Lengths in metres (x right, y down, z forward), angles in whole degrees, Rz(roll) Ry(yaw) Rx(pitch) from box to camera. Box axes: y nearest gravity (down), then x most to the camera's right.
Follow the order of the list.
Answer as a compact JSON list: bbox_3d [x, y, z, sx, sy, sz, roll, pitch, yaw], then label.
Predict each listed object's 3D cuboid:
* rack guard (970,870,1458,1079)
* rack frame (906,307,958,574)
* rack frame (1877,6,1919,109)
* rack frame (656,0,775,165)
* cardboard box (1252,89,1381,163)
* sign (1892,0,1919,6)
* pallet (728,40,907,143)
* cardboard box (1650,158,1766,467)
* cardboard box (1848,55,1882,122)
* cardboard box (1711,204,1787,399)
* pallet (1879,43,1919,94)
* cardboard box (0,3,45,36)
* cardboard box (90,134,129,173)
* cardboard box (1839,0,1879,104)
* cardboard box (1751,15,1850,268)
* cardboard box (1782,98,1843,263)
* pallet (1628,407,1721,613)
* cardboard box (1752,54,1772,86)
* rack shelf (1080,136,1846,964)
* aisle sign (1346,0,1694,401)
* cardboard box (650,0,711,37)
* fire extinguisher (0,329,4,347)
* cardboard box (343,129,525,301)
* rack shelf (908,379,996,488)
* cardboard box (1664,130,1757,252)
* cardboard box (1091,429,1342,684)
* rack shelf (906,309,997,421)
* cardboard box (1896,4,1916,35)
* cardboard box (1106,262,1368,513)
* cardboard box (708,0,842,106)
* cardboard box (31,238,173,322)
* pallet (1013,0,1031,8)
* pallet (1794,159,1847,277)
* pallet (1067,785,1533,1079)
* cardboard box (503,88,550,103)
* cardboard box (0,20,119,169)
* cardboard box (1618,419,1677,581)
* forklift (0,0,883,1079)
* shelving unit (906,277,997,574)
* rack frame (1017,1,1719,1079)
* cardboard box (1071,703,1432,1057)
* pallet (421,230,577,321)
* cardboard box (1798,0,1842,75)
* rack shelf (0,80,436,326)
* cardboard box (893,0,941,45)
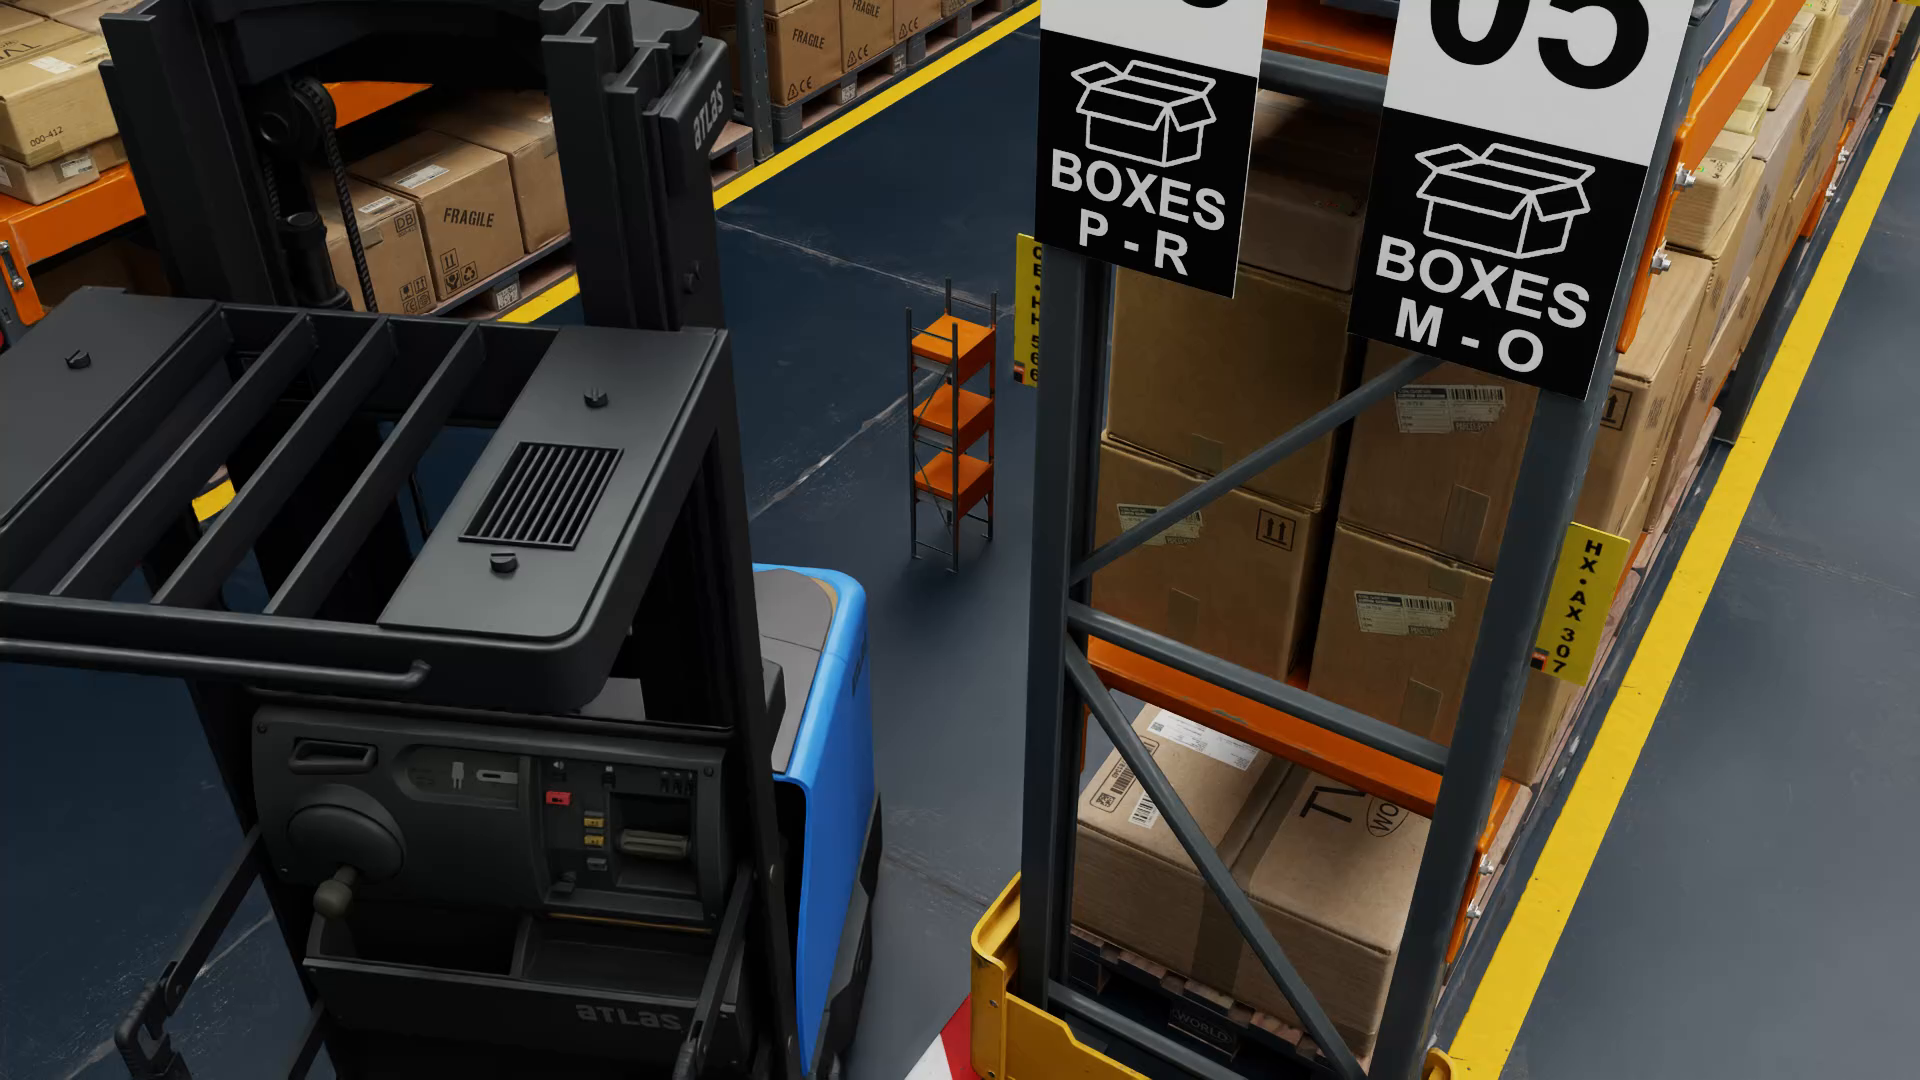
[{"bbox_3d":[0.588,1.307,4.146,1.175,0.500,0.348,21,42,25],"label":"rack guard"},{"bbox_3d":[-0.094,-0.325,5.812,0.200,1.050,0.008,21,42,25],"label":"rack frame"},{"bbox_3d":[4.887,-3.820,8.748,1.000,3.000,0.127,21,42,25],"label":"rack frame"},{"bbox_3d":[-1.449,-3.380,8.177,1.000,3.000,0.127,21,42,25],"label":"rack frame"},{"bbox_3d":[0.740,-0.777,3.370,0.380,0.149,0.250,22,43,26],"label":"cardboard box"},{"bbox_3d":[3.214,-1.951,5.550,0.100,0.325,0.005,21,42,25],"label":"sign"},{"bbox_3d":[-1.045,-2.707,9.588,1.003,0.211,1.213,21,42,25],"label":"pallet"},{"bbox_3d":[1.370,-0.554,3.611,0.500,0.500,0.500,20,42,24],"label":"cardboard box"},{"bbox_3d":[3.203,-1.839,6.301,0.500,0.250,0.500,20,42,24],"label":"cardboard box"},{"bbox_3d":[1.890,-0.679,4.592,0.500,0.500,0.500,23,43,27],"label":"cardboard box"},{"bbox_3d":[5.307,-3.118,10.122,1.003,0.211,1.213,21,42,25],"label":"pallet"},{"bbox_3d":[-3.570,-1.700,5.877,0.500,0.250,0.500,22,43,26],"label":"cardboard box"},{"bbox_3d":[-3.087,-1.444,5.872,0.380,0.149,0.250,22,43,26],"label":"cardboard box"},{"bbox_3d":[2.446,-1.601,4.969,0.500,0.500,0.500,21,42,24],"label":"cardboard box"},{"bbox_3d":[1.906,-1.080,4.293,0.500,0.500,0.500,21,42,25],"label":"cardboard box"},{"bbox_3d":[2.441,-1.208,5.278,0.500,0.500,0.500,20,42,24],"label":"cardboard box"},{"bbox_3d":[2.271,-0.287,6.449,1.003,0.211,1.213,21,42,25],"label":"pallet"},{"bbox_3d":[1.564,-1.030,3.697,0.380,0.149,0.250,22,43,26],"label":"cardboard box"},{"bbox_3d":[1.673,-0.442,4.956,1.077,0.370,4.000,21,42,25],"label":"rack shelf"},{"bbox_3d":[0.808,-0.593,2.434,0.394,0.787,0.004,21,42,25],"label":"aisle sign"},{"bbox_3d":[-1.436,-2.906,9.266,0.500,0.500,0.500,21,42,25],"label":"cardboard box"},{"bbox_3d":[-3.280,-0.912,5.345,0.296,0.674,0.183,21,42,25],"label":"fire extinguisher"},{"bbox_3d":[-2.326,-1.446,7.372,0.500,0.500,0.500,22,43,26],"label":"cardboard box"},{"bbox_3d":[-0.029,-0.380,5.900,0.215,0.259,0.240,21,42,25],"label":"rack shelf"},{"bbox_3d":[1.342,-0.736,3.315,0.380,0.149,0.250,23,43,26],"label":"cardboard box"},{"bbox_3d":[0.636,-0.071,3.803,0.500,0.500,0.500,21,42,25],"label":"cardboard box"},{"bbox_3d":[-0.029,-0.605,5.727,0.215,0.259,0.240,21,42,25],"label":"rack shelf"},{"bbox_3d":[3.767,-2.365,6.984,0.500,0.250,0.500,21,42,25],"label":"cardboard box"},{"bbox_3d":[0.659,-0.458,3.486,0.500,0.500,0.500,23,43,27],"label":"cardboard box"},{"bbox_3d":[-1.000,-2.732,9.040,0.500,0.500,0.500,23,43,27],"label":"cardboard box"},{"bbox_3d":[-3.184,-0.779,6.505,0.797,0.503,0.637,19,42,23],"label":"cardboard box"},{"bbox_3d":[0.262,-3.965,11.220,1.003,0.211,1.213,21,42,25],"label":"pallet"},{"bbox_3d":[3.747,-1.707,8.292,1.003,0.211,1.213,21,42,25],"label":"pallet"},{"bbox_3d":[0.964,0.971,4.818,1.003,0.211,1.213,21,42,25],"label":"pallet"},{"bbox_3d":[-2.002,-2.218,8.528,0.500,0.311,0.500,23,43,27],"label":"cardboard box"},{"bbox_3d":[-3.121,-1.522,5.646,0.500,0.250,0.500,21,42,25],"label":"cardboard box"},{"bbox_3d":[1.348,-0.159,3.917,0.500,0.500,0.500,21,42,25],"label":"cardboard box"},{"bbox_3d":[-0.936,0.625,3.039,1.130,2.935,3.031,5,38,6],"label":"forklift"},{"bbox_3d":[-0.029,-0.388,5.894,0.215,1.050,0.252,21,42,25],"label":"shelving unit"},{"bbox_3d":[0.601,0.304,3.398,1.000,3.000,0.127,21,42,25],"label":"rack frame"},{"bbox_3d":[0.870,0.780,4.536,0.875,0.438,0.875,20,42,24],"label":"cardboard box"},{"bbox_3d":[-2.470,-1.290,7.750,1.003,0.211,1.213,21,42,25],"label":"pallet"},{"bbox_3d":[1.892,-1.266,4.004,0.380,0.149,0.250,20,42,24],"label":"cardboard box"},{"bbox_3d":[-2.520,-2.064,7.059,1.077,0.370,4.000,21,42,25],"label":"rack shelf"},{"bbox_3d":[-0.452,-3.265,9.732,0.500,0.500,0.500,20,42,24],"label":"cardboard box"}]
